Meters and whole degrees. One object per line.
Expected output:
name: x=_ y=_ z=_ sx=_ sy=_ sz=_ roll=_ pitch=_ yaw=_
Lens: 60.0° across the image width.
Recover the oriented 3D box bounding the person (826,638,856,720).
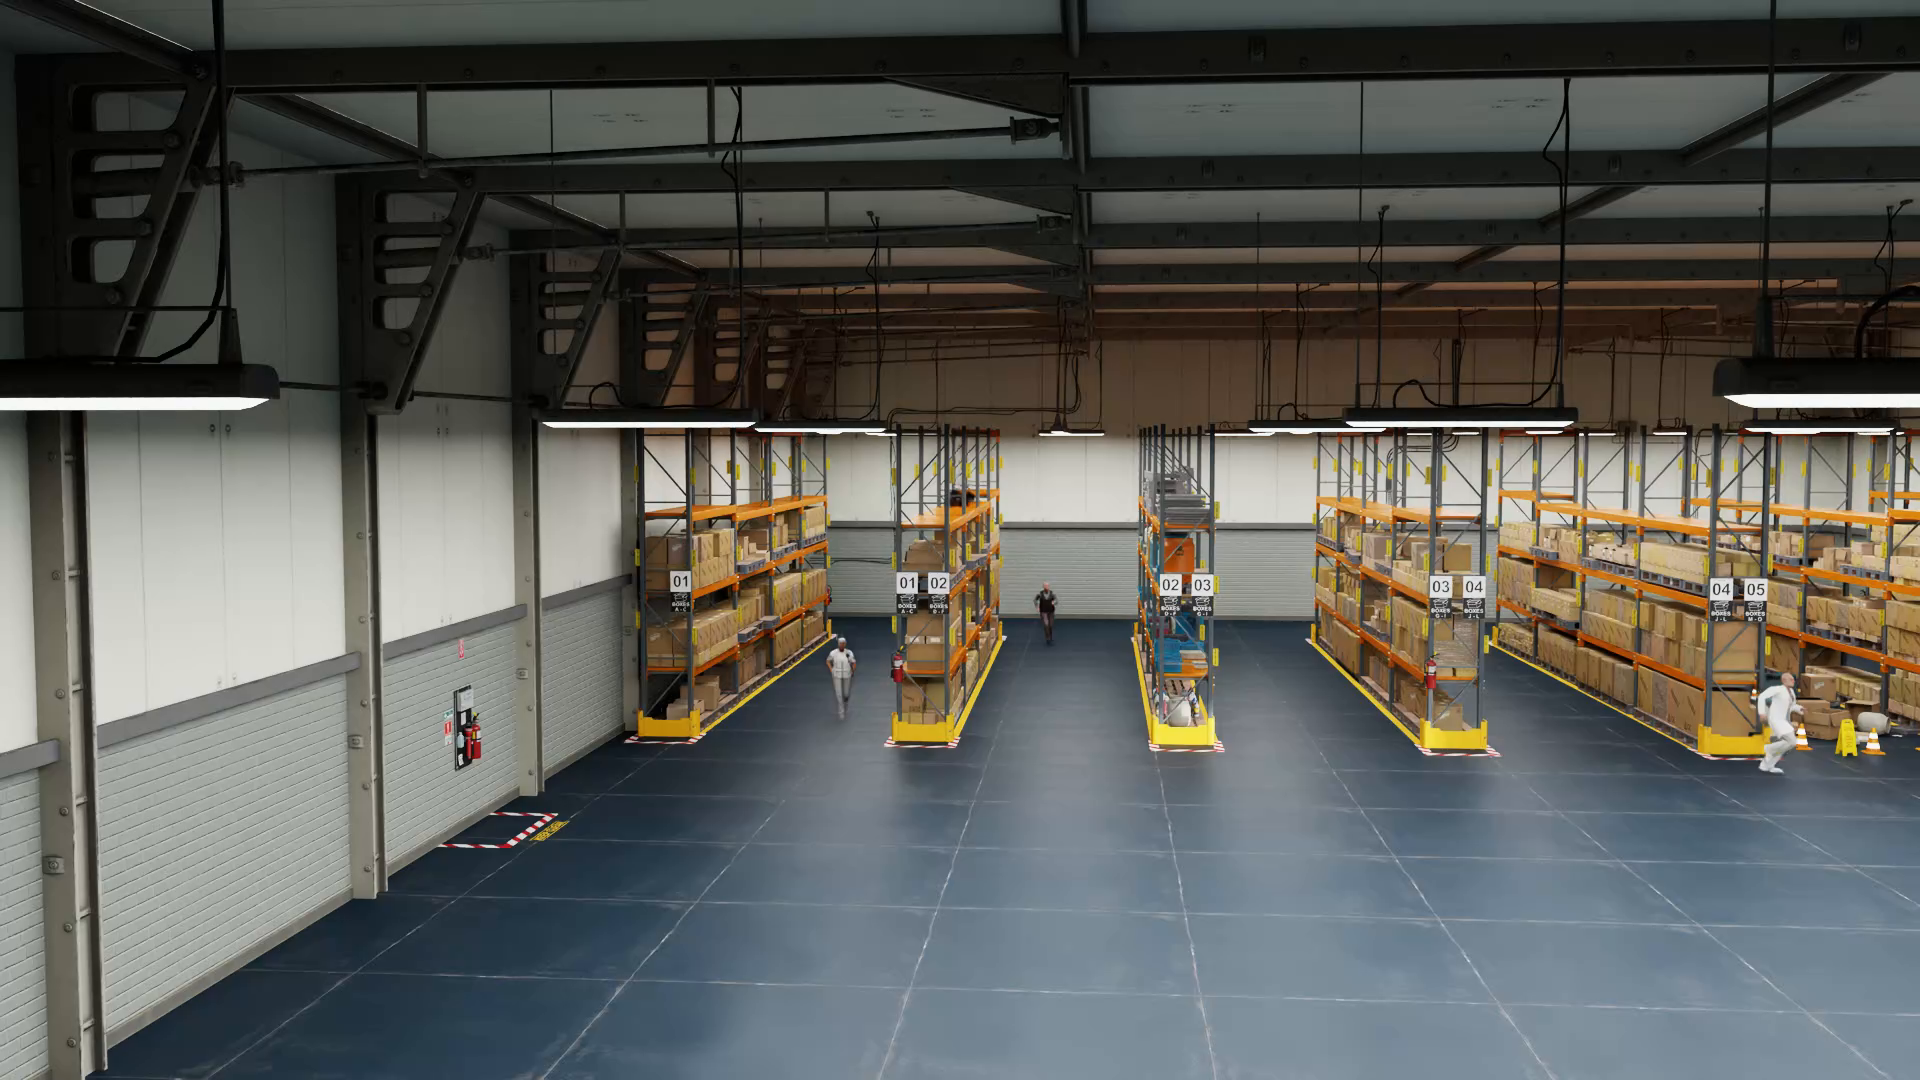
person: x=-2.441 y=2.834 z=34.271 sx=0.607 sy=1.654 sz=0.745 roll=-1 pitch=4 yaw=-9

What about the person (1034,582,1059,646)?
person: x=2.417 y=2.043 z=46.321 sx=0.668 sy=1.743 sz=0.852 roll=-1 pitch=4 yaw=-9

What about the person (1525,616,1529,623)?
person: x=16.213 y=1.995 z=47.102 sx=0.729 sy=1.756 sz=0.813 roll=-3 pitch=5 yaw=-43

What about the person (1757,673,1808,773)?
person: x=14.034 y=3.132 z=28.337 sx=0.759 sy=1.728 sz=0.737 roll=-3 pitch=4 yaw=-36
